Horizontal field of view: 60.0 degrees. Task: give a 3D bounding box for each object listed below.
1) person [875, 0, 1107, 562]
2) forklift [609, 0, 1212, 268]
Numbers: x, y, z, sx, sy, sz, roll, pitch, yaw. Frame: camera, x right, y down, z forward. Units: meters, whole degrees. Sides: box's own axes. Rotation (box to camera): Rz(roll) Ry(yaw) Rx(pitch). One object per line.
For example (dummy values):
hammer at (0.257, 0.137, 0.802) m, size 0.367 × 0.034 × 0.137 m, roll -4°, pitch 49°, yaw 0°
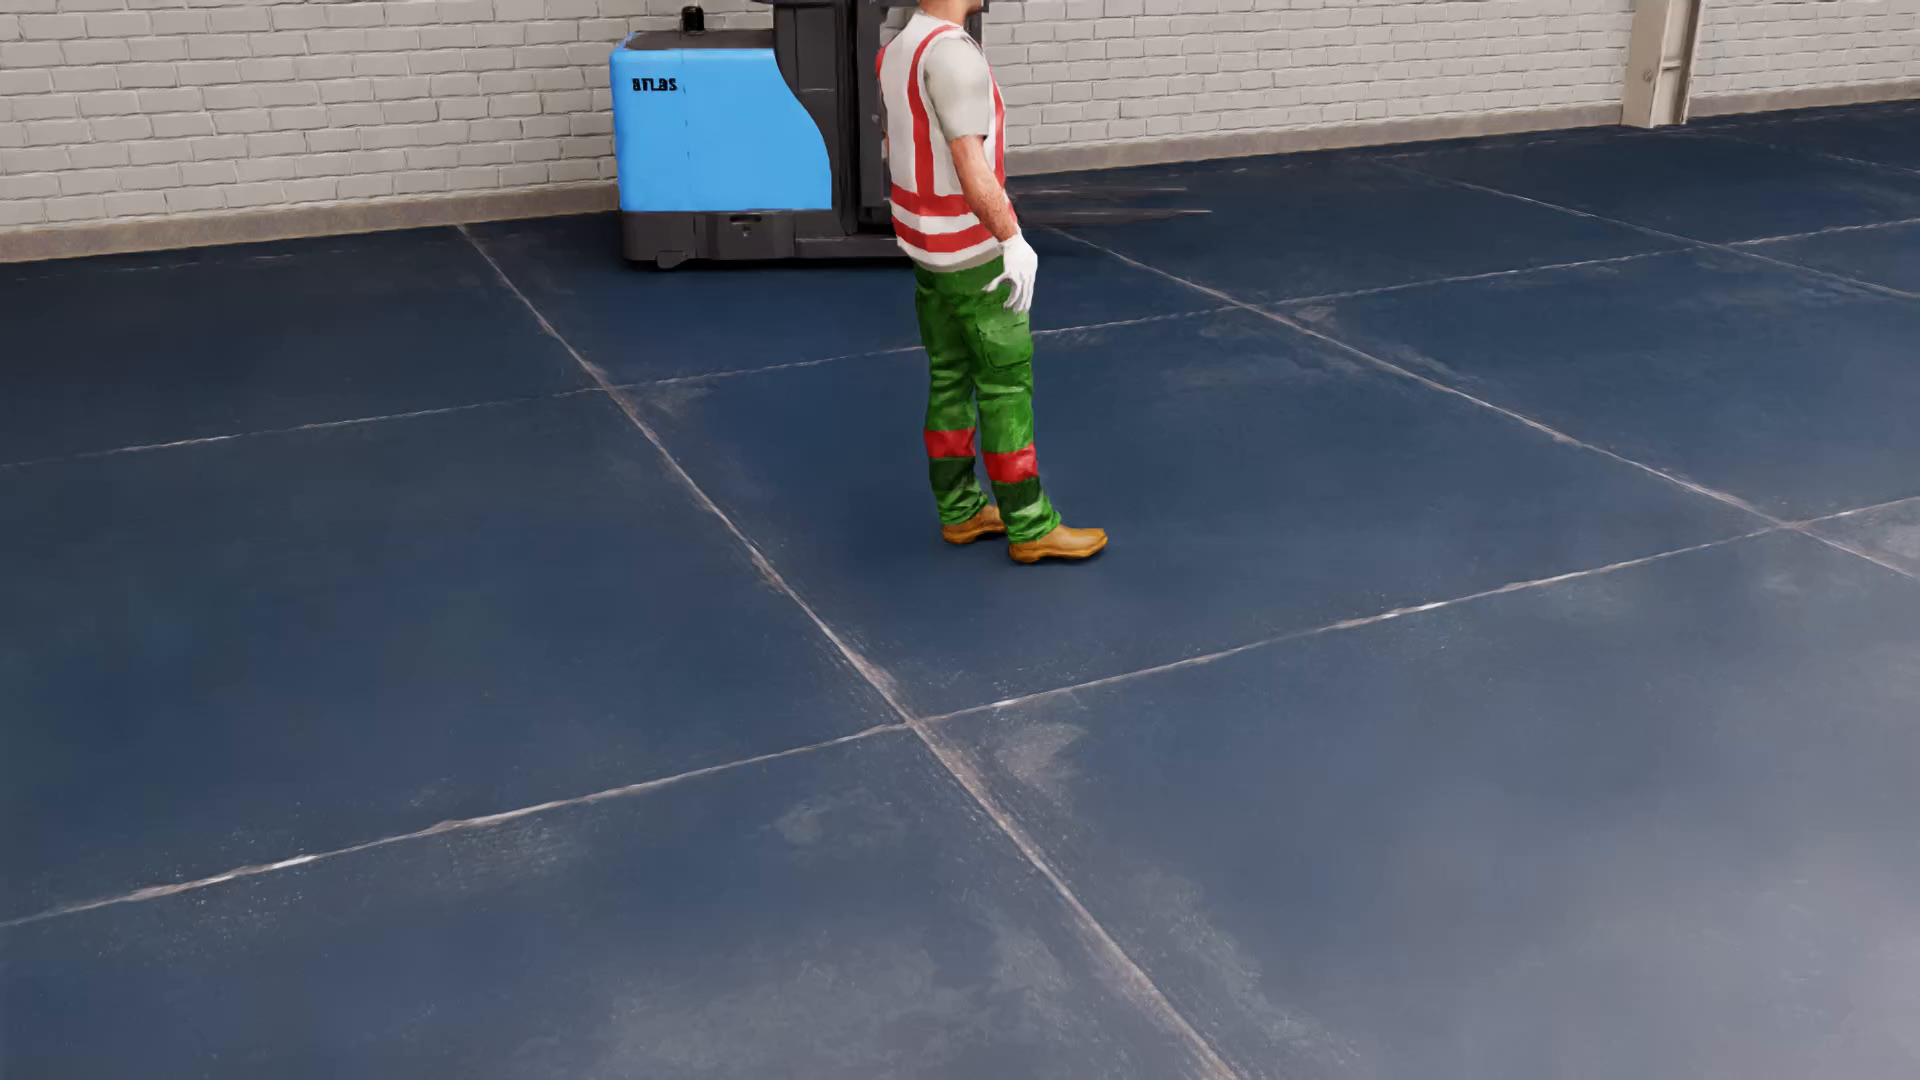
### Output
person at (0.077, -0.842, 4.783) m, size 0.563 × 1.787 × 0.637 m, roll -10°, pitch 25°, yaw -23°
forklift at (-0.230, -2.927, 8.332) m, size 3.031 × 2.935 × 1.130 m, roll -2°, pitch 23°, yaw -5°
